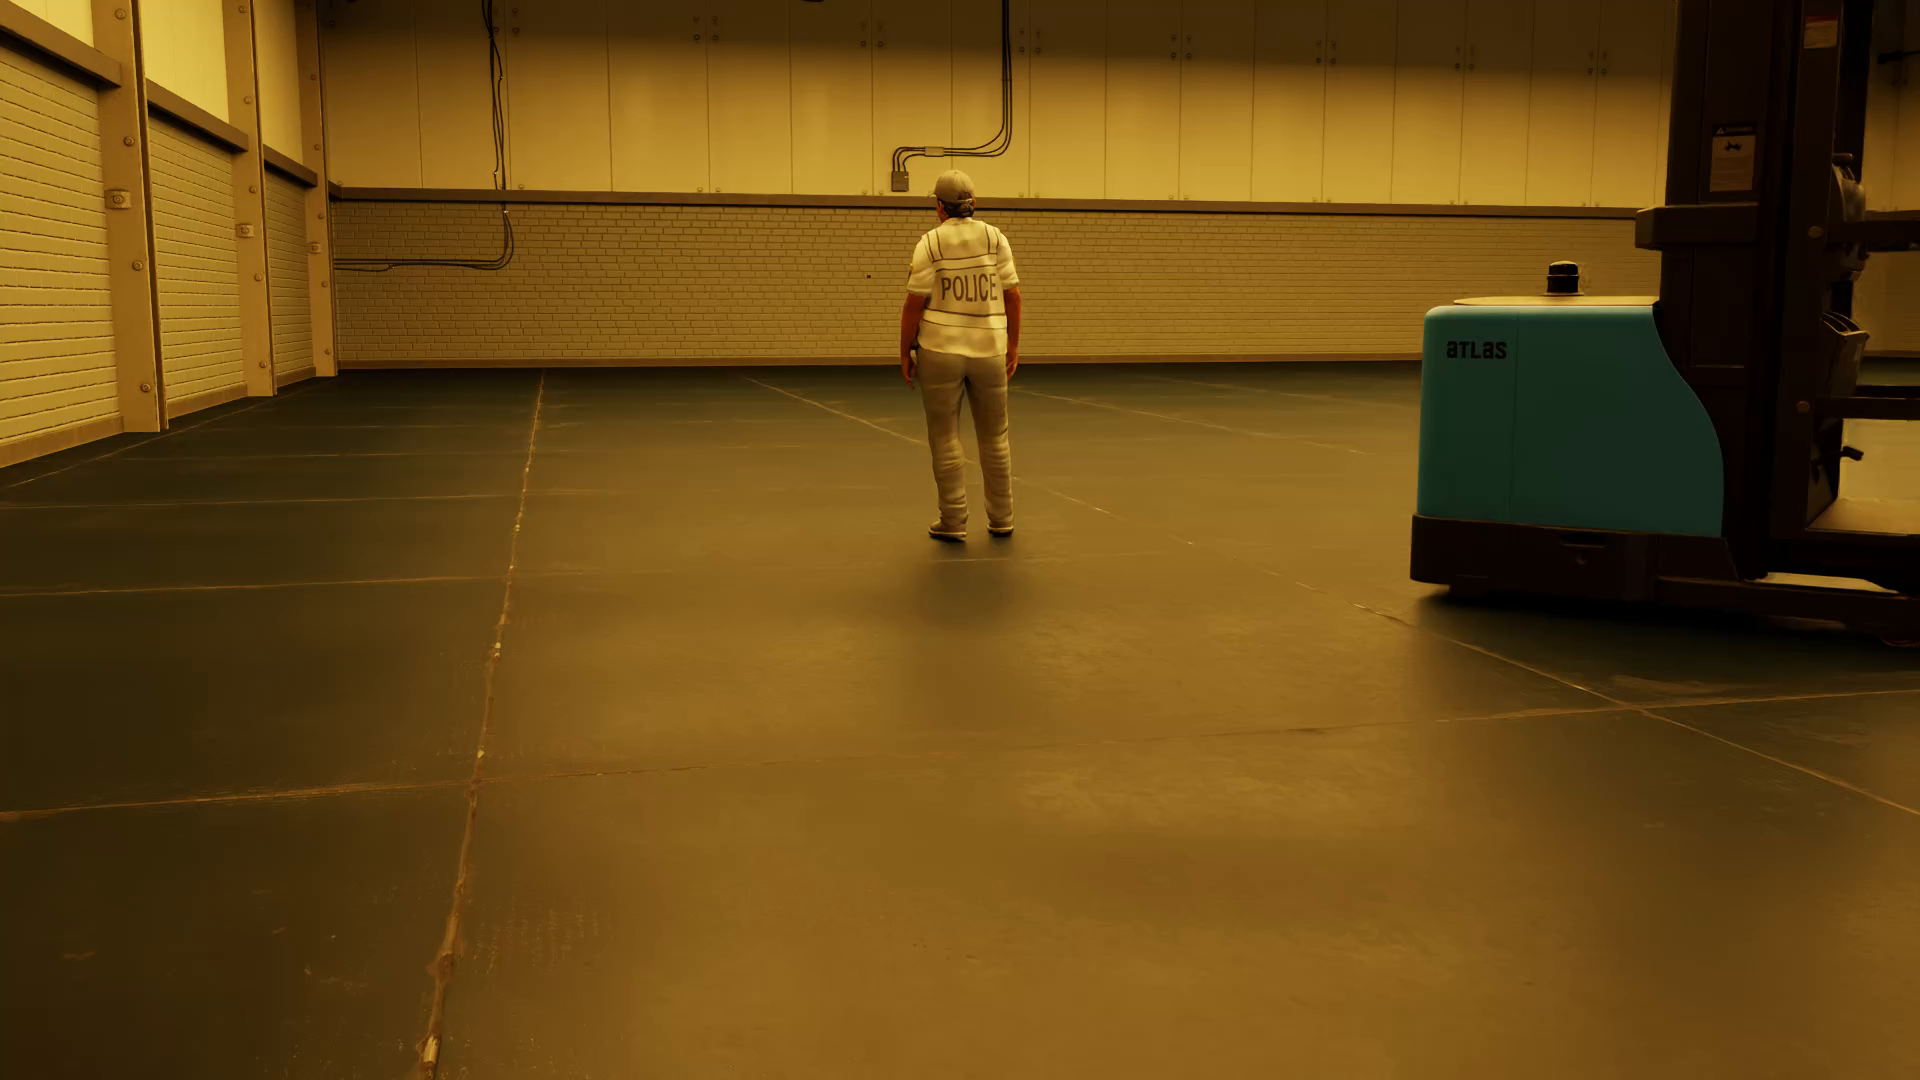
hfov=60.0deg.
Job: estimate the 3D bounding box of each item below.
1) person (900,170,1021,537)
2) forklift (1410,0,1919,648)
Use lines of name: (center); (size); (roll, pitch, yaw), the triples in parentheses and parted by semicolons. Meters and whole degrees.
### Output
person: (0.004, -0.843, 7.670); (0.598, 1.670, 0.529); (-2, 8, -13)
forklift: (3.187, -1.178, 5.554); (3.031, 2.935, 1.130); (5, 9, 32)
